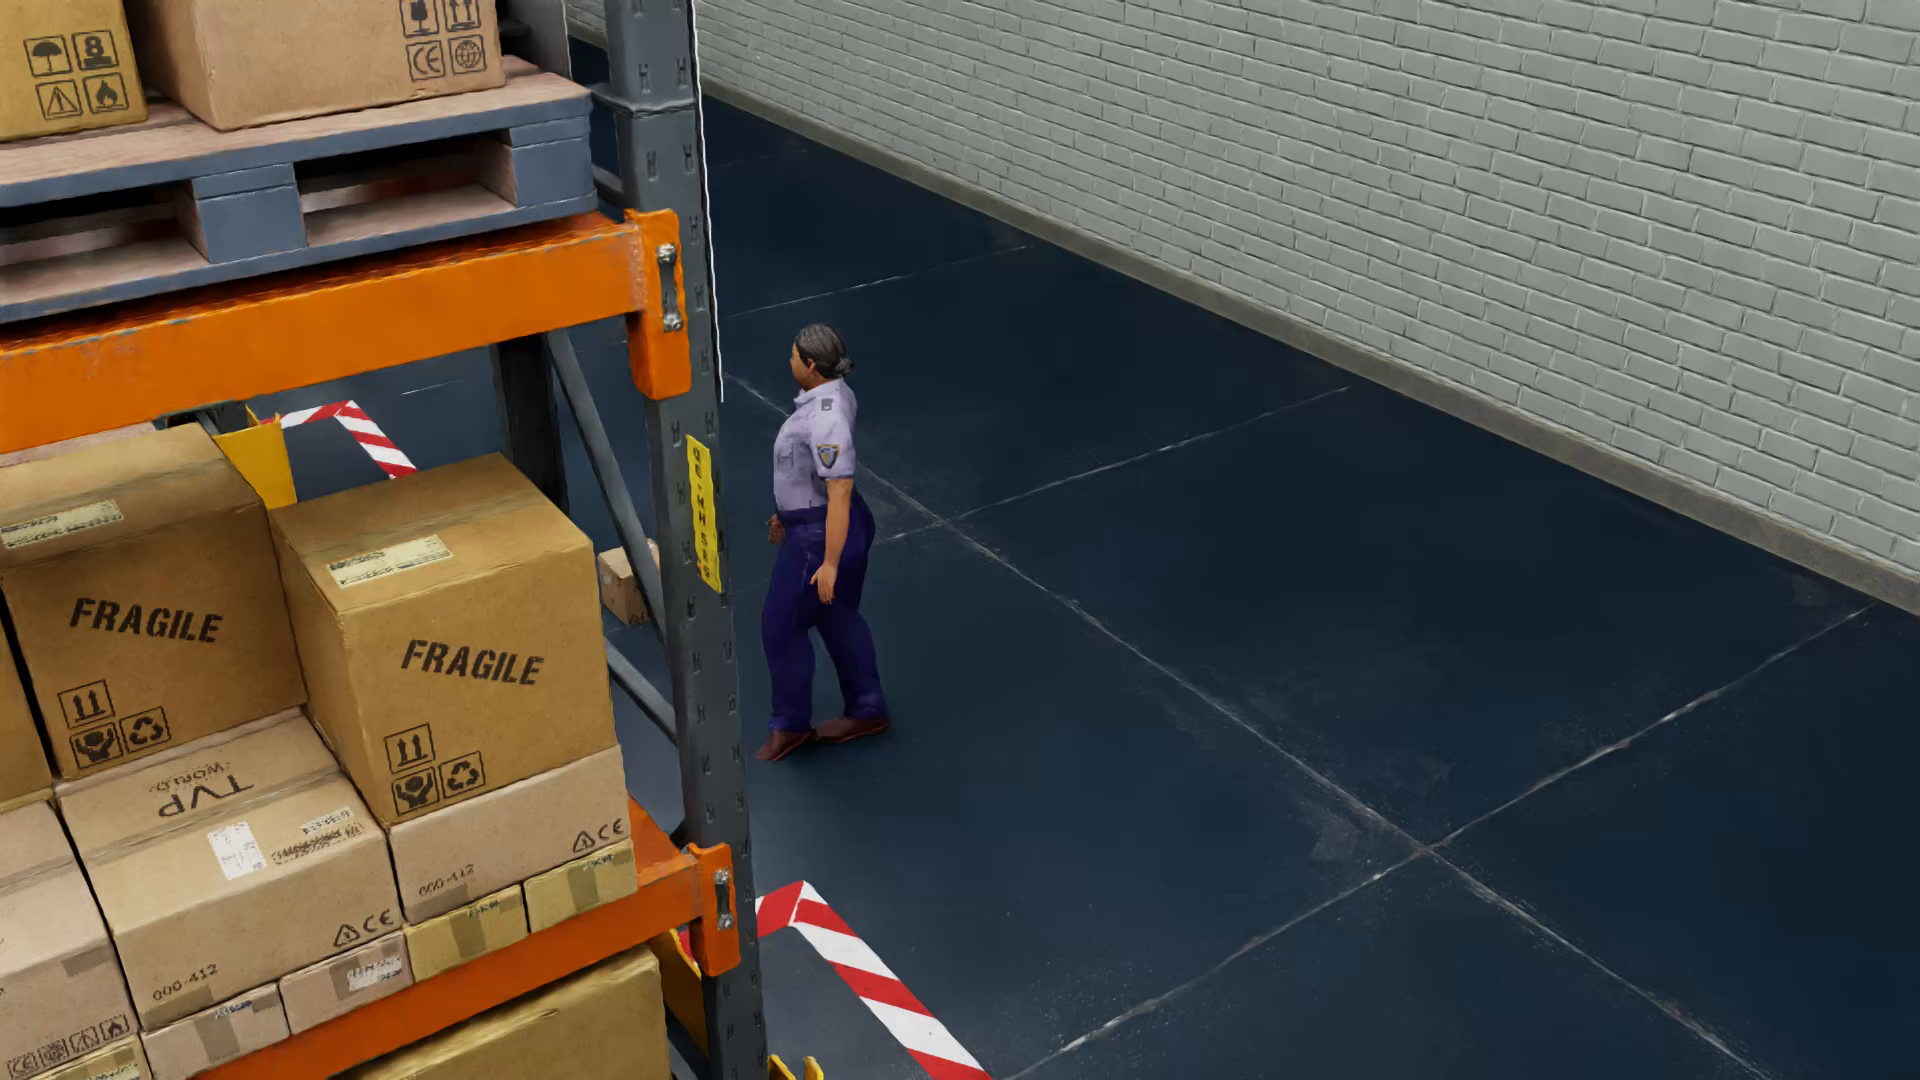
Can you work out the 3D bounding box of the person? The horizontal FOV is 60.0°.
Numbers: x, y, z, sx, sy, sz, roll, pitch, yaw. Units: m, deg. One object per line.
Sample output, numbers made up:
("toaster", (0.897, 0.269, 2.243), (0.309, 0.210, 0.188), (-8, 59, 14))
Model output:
("person", (-0.535, 0.040, 6.173), (0.530, 1.687, 0.621), (2, 29, 5))
